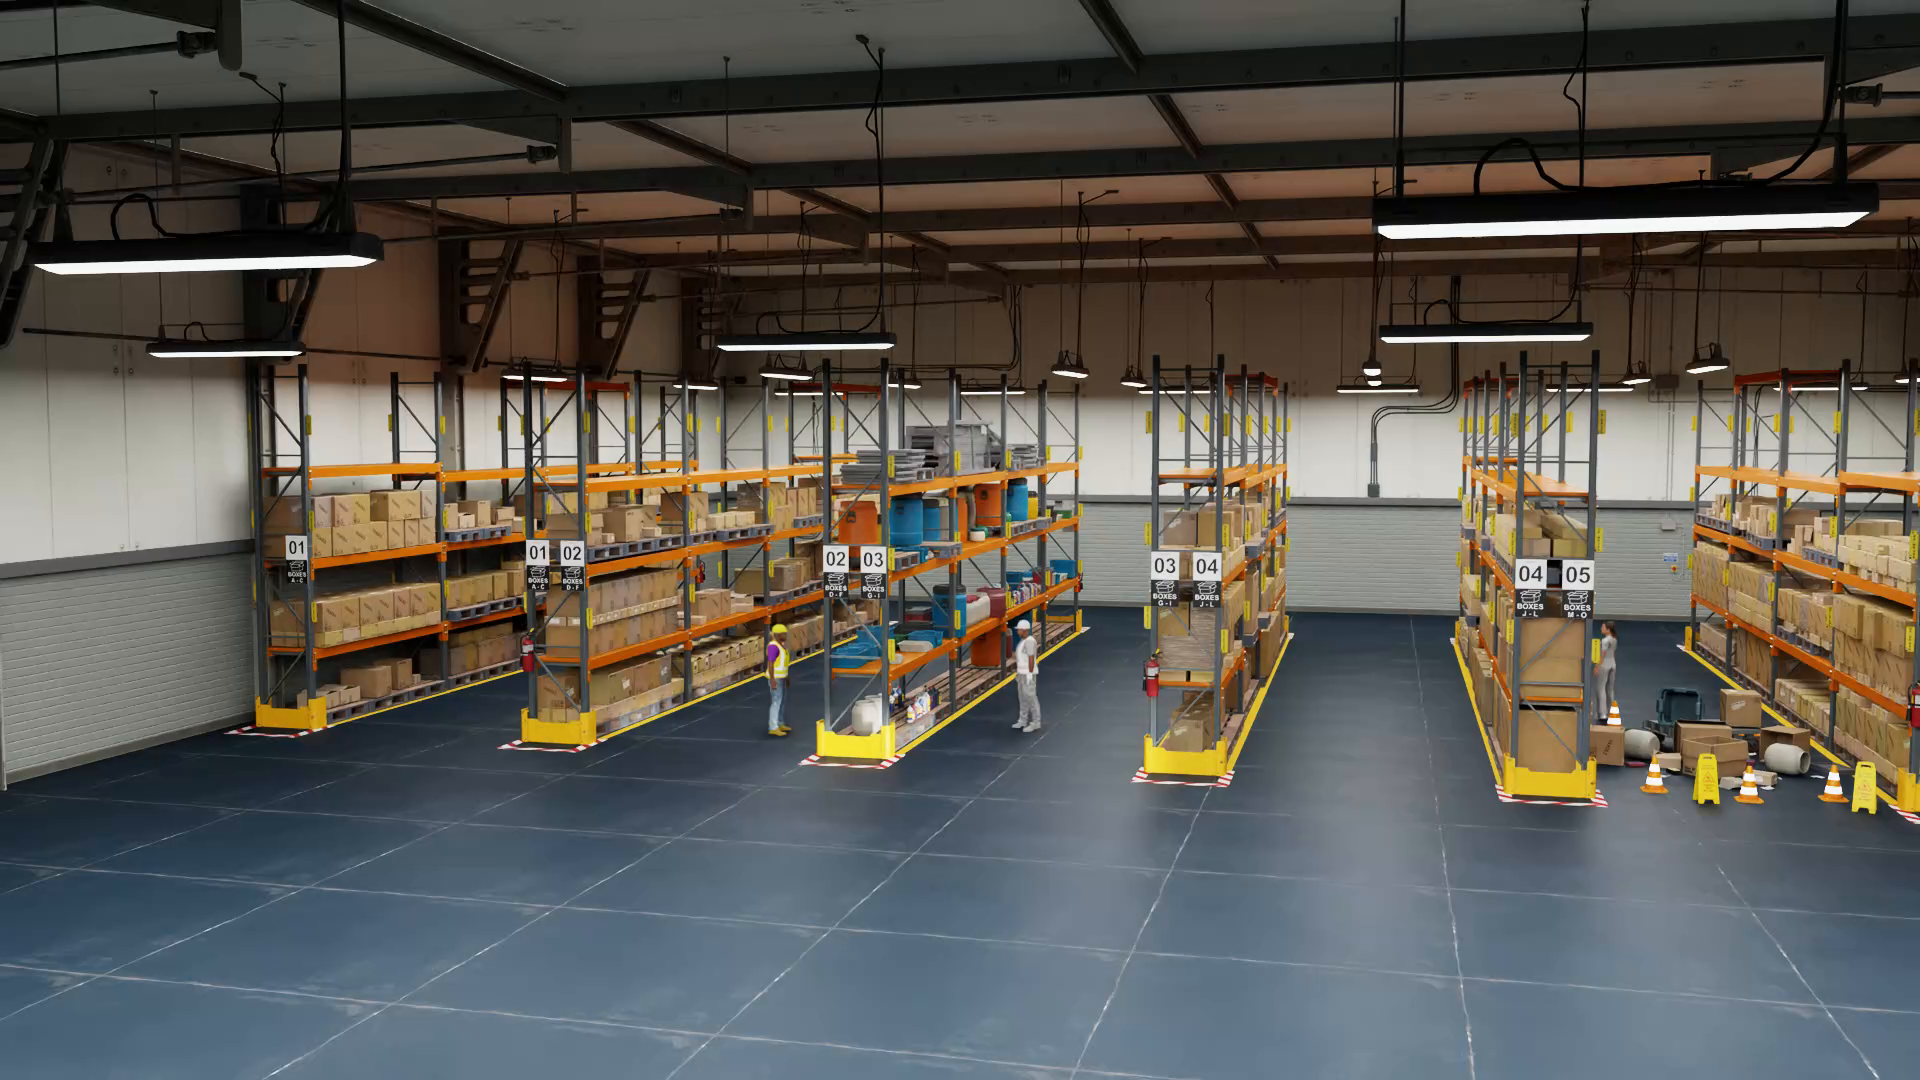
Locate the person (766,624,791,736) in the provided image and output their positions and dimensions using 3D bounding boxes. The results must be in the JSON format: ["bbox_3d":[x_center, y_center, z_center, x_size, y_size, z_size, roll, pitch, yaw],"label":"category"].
[{"bbox_3d":[-2.941,2.260,27.048,0.430,1.769,0.707,1,4,12],"label":"person"}]

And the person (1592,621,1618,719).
[{"bbox_3d":[11.026,2.218,28.424,0.511,1.686,0.425,-2,5,-30],"label":"person"}]

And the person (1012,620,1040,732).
[{"bbox_3d":[1.066,2.222,27.405,0.435,1.808,0.592,-1,4,-12],"label":"person"}]
